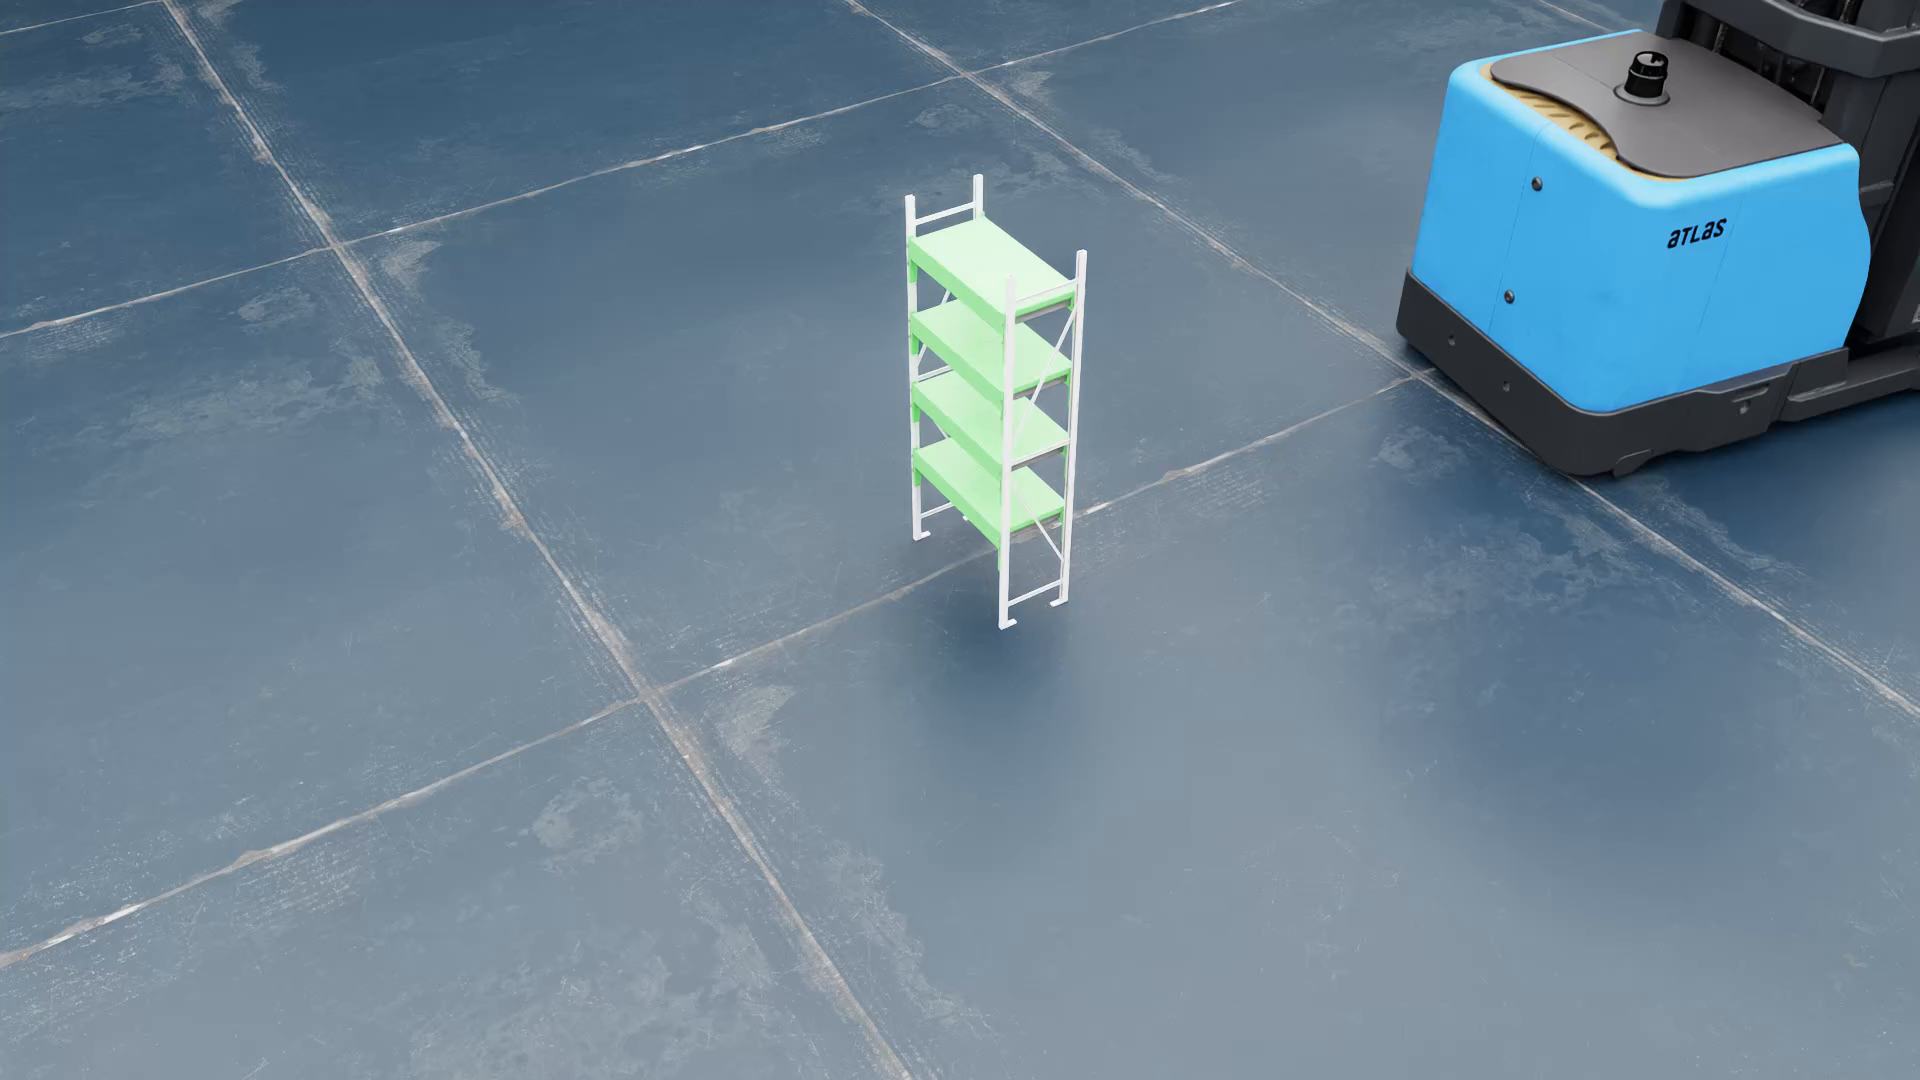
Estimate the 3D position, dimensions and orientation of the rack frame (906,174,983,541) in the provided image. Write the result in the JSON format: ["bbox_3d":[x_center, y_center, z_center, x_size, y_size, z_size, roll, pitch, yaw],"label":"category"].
[{"bbox_3d":[-0.042,-0.503,4.917,0.240,1.200,0.015,-22,45,-24],"label":"rack frame"}]

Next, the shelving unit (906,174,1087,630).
[{"bbox_3d":[0.089,-0.372,4.759,0.258,1.200,0.503,-22,45,-24],"label":"shelving unit"}]

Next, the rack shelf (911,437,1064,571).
[{"bbox_3d":[0.089,-0.138,4.953,0.258,0.148,0.480,-22,45,-24],"label":"rack shelf"}]

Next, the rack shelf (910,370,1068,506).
[{"bbox_3d":[0.089,-0.323,4.800,0.258,0.148,0.480,-22,45,-24],"label":"rack shelf"}]

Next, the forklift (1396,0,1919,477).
[{"bbox_3d":[3.157,-1.944,5.293,3.031,2.935,1.130,-15,42,-17],"label":"forklift"}]

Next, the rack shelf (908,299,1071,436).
[{"bbox_3d":[0.089,-0.507,4.646,0.258,0.148,0.480,-22,45,-24],"label":"rack shelf"}]

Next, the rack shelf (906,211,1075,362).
[{"bbox_3d":[0.089,-0.691,4.492,0.258,0.148,0.480,-22,45,-24],"label":"rack shelf"}]

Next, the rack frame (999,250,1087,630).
[{"bbox_3d":[0.220,-0.240,4.601,0.240,1.200,0.015,-22,45,-24],"label":"rack frame"}]
